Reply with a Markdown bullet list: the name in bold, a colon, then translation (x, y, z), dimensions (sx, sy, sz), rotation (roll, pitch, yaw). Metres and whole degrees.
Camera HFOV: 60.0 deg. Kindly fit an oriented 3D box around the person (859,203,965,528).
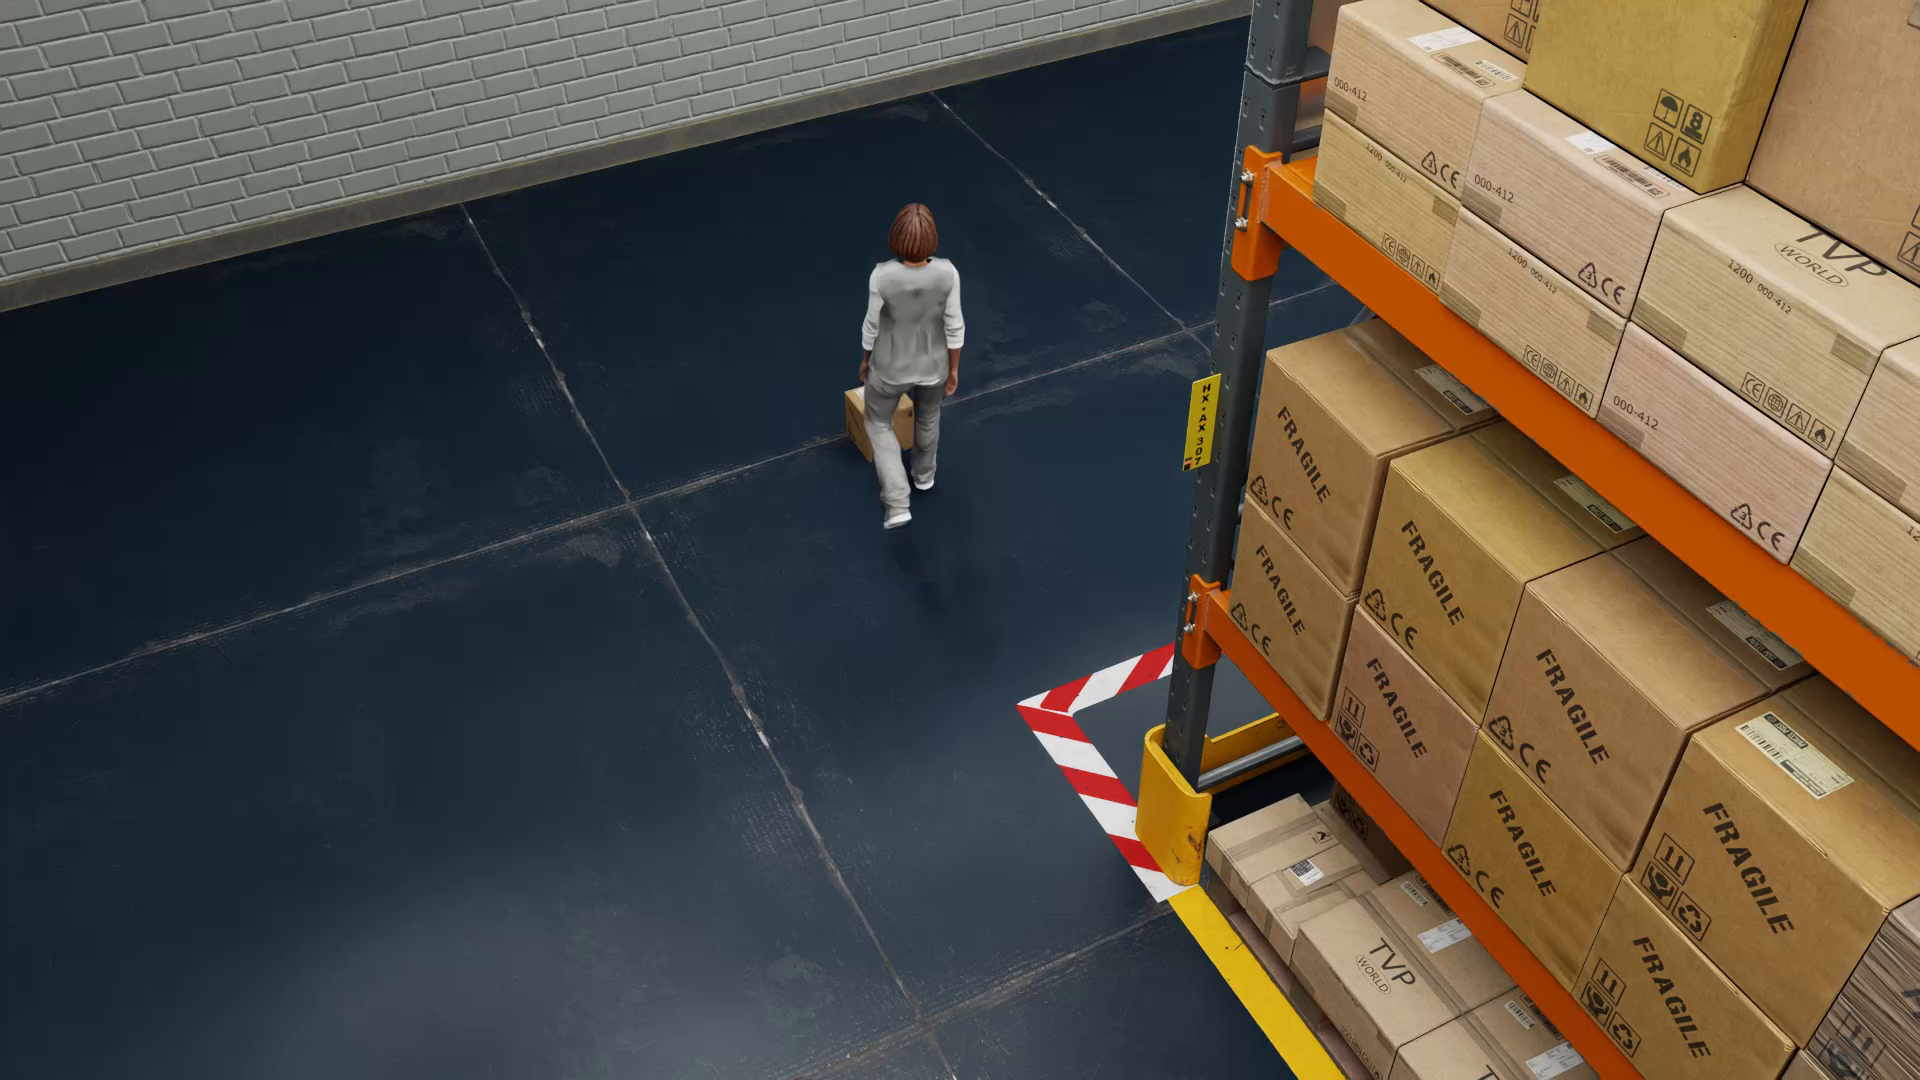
- **person**: translation (-0.206, -0.739, 6.970), dimensions (0.424, 1.577, 0.718), rotation (-9, 43, -10)
